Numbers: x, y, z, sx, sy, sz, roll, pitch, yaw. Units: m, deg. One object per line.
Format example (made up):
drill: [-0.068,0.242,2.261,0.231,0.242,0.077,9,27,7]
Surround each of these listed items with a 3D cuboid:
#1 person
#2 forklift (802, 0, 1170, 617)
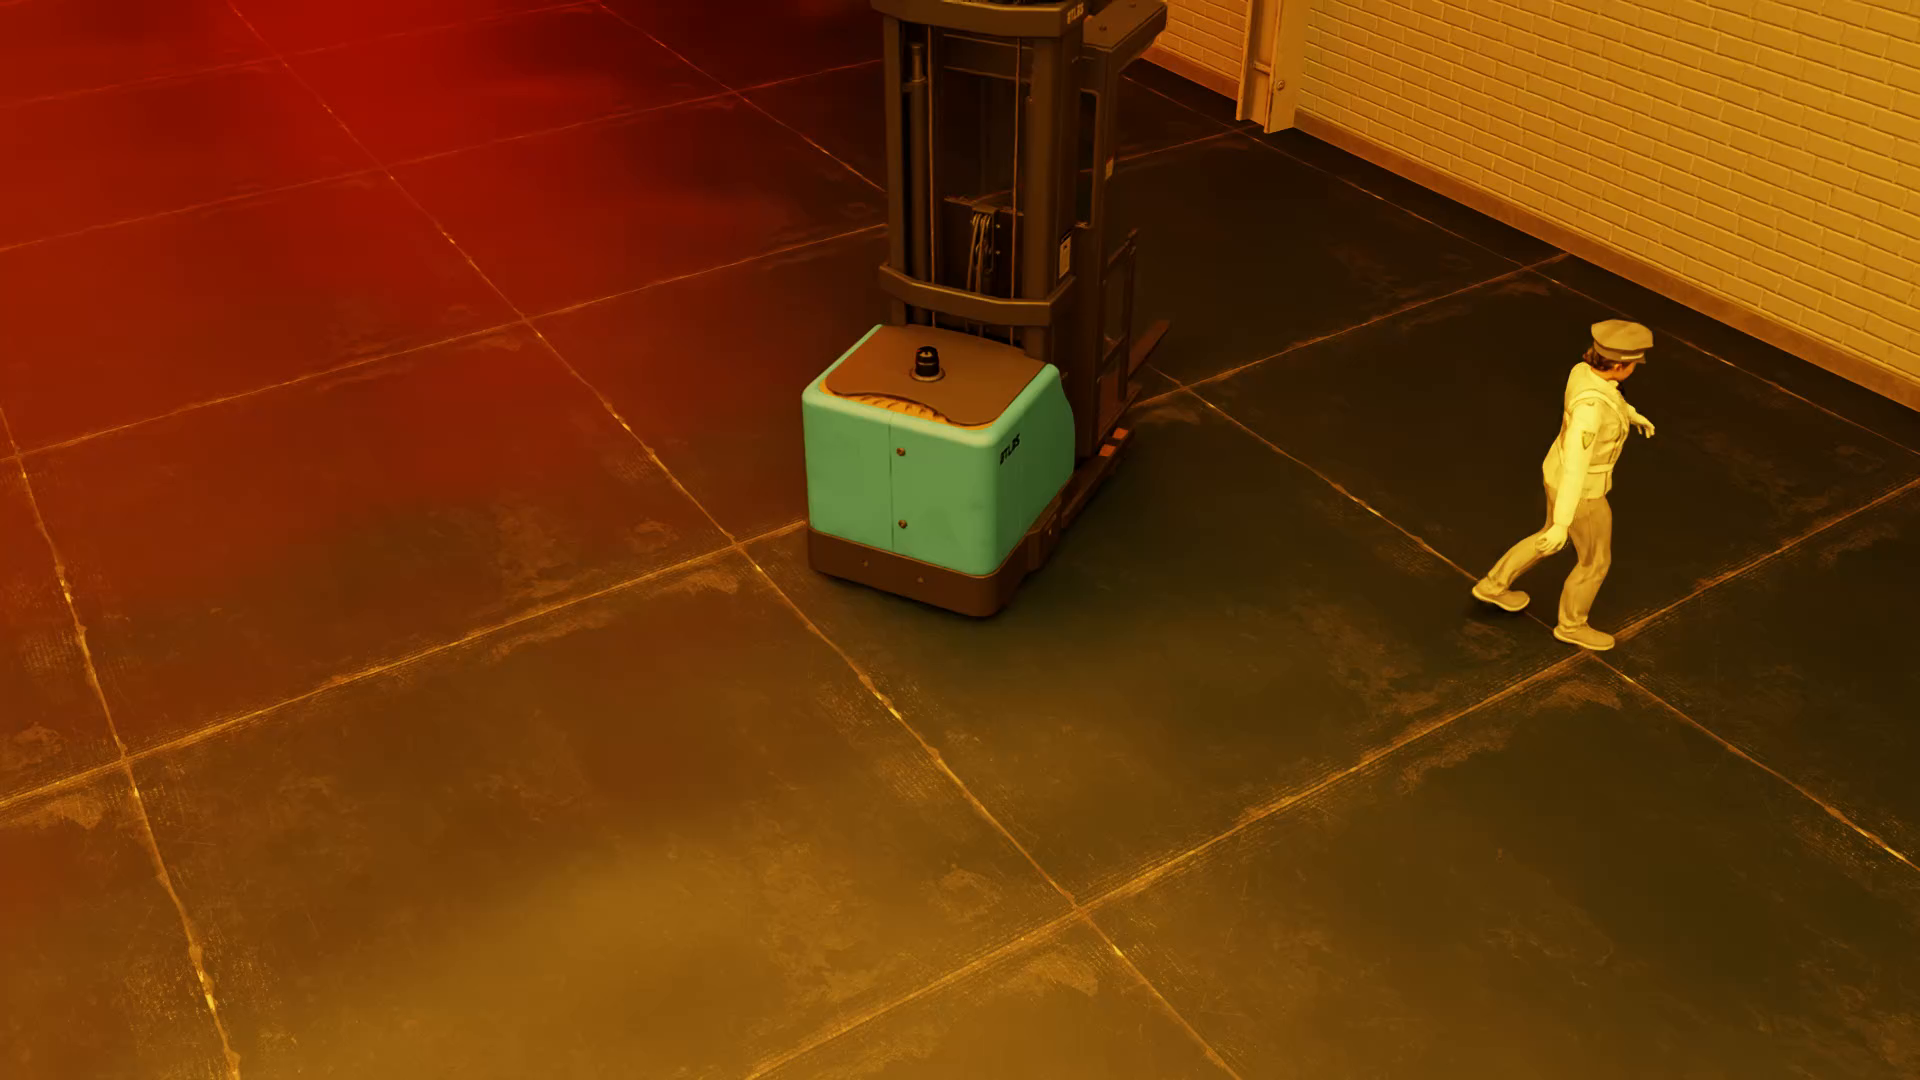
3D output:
person: [2.840,-0.230,7.606,0.710,1.651,0.855,6,36,8]
forklift: [0.331,-1.661,8.512,1.130,2.935,3.031,16,38,21]
